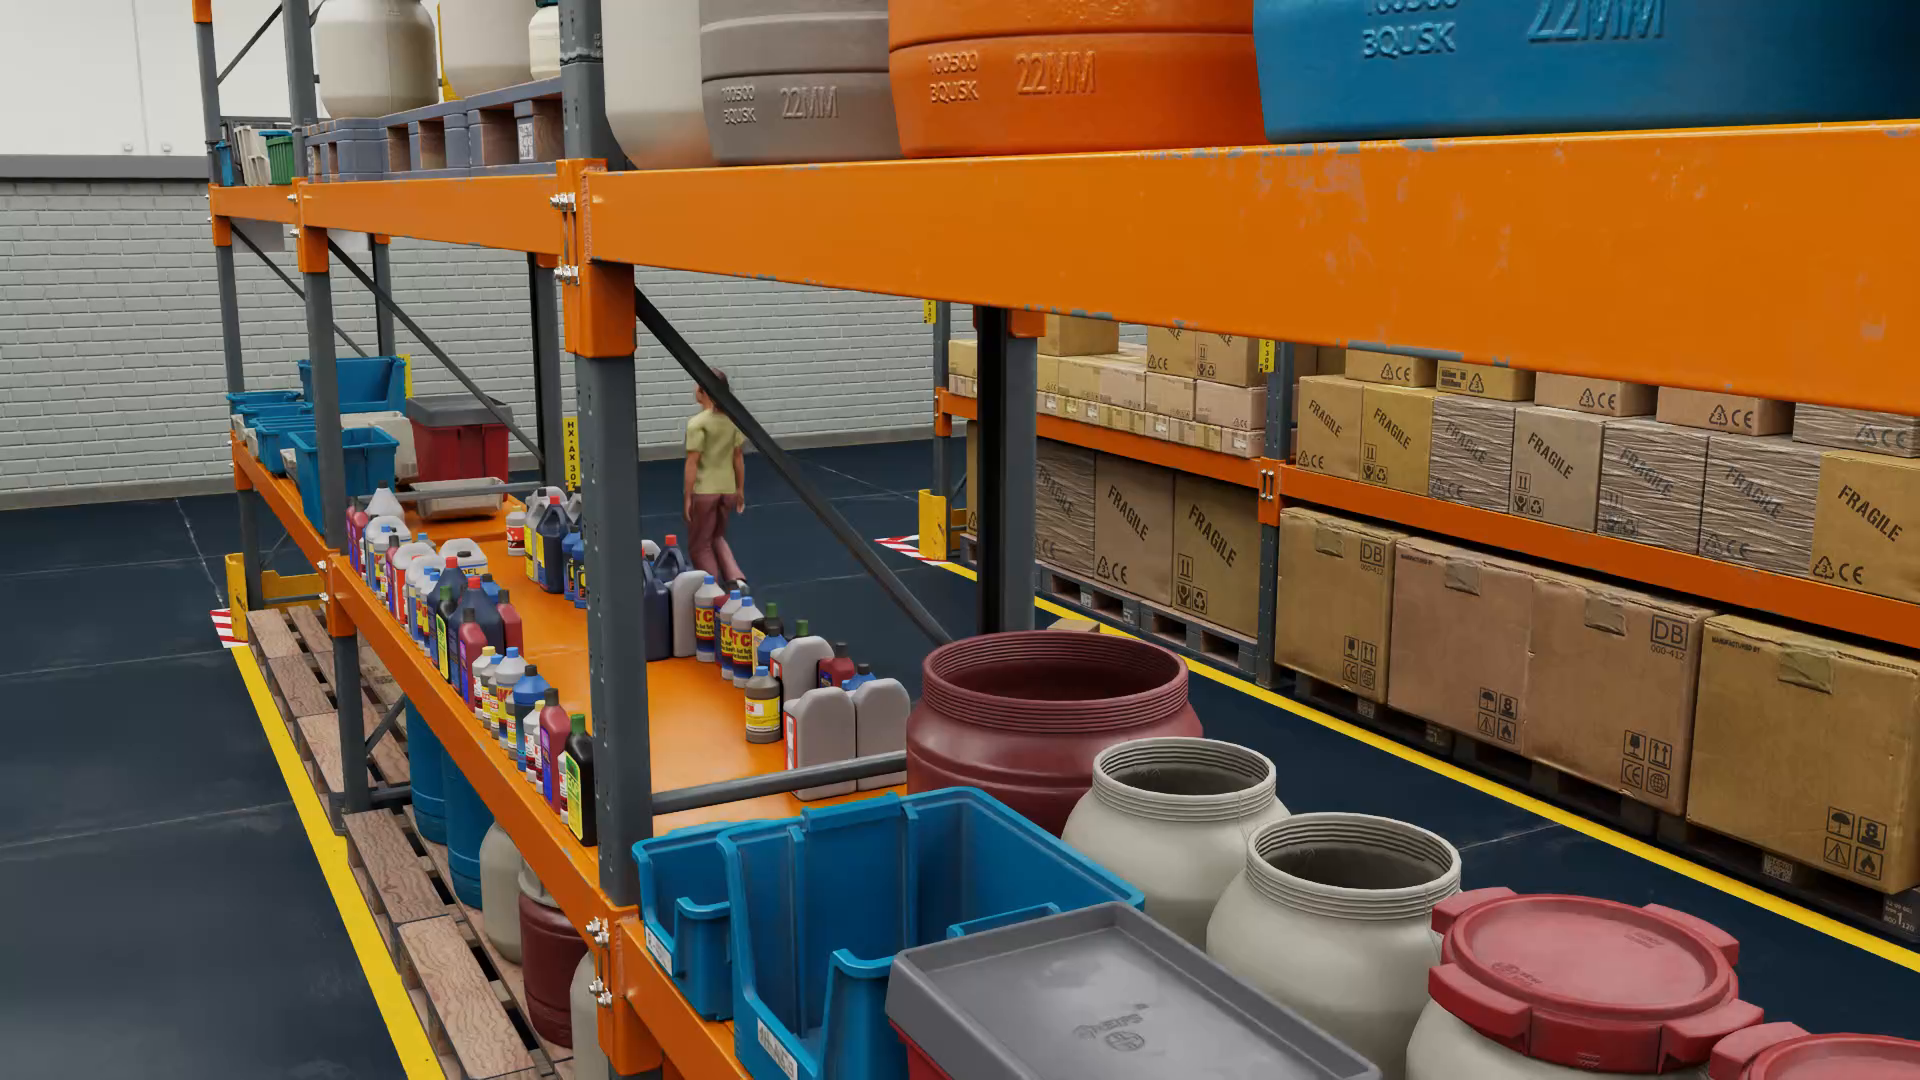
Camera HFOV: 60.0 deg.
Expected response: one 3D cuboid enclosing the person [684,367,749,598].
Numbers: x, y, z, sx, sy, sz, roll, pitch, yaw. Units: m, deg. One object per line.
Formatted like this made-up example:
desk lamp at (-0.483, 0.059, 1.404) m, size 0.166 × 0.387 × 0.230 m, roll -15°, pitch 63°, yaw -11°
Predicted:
person at (-1.592, -0.276, 10.659) m, size 0.487 × 1.668 × 0.468 m, roll 11°, pitch 16°, yaw 41°
